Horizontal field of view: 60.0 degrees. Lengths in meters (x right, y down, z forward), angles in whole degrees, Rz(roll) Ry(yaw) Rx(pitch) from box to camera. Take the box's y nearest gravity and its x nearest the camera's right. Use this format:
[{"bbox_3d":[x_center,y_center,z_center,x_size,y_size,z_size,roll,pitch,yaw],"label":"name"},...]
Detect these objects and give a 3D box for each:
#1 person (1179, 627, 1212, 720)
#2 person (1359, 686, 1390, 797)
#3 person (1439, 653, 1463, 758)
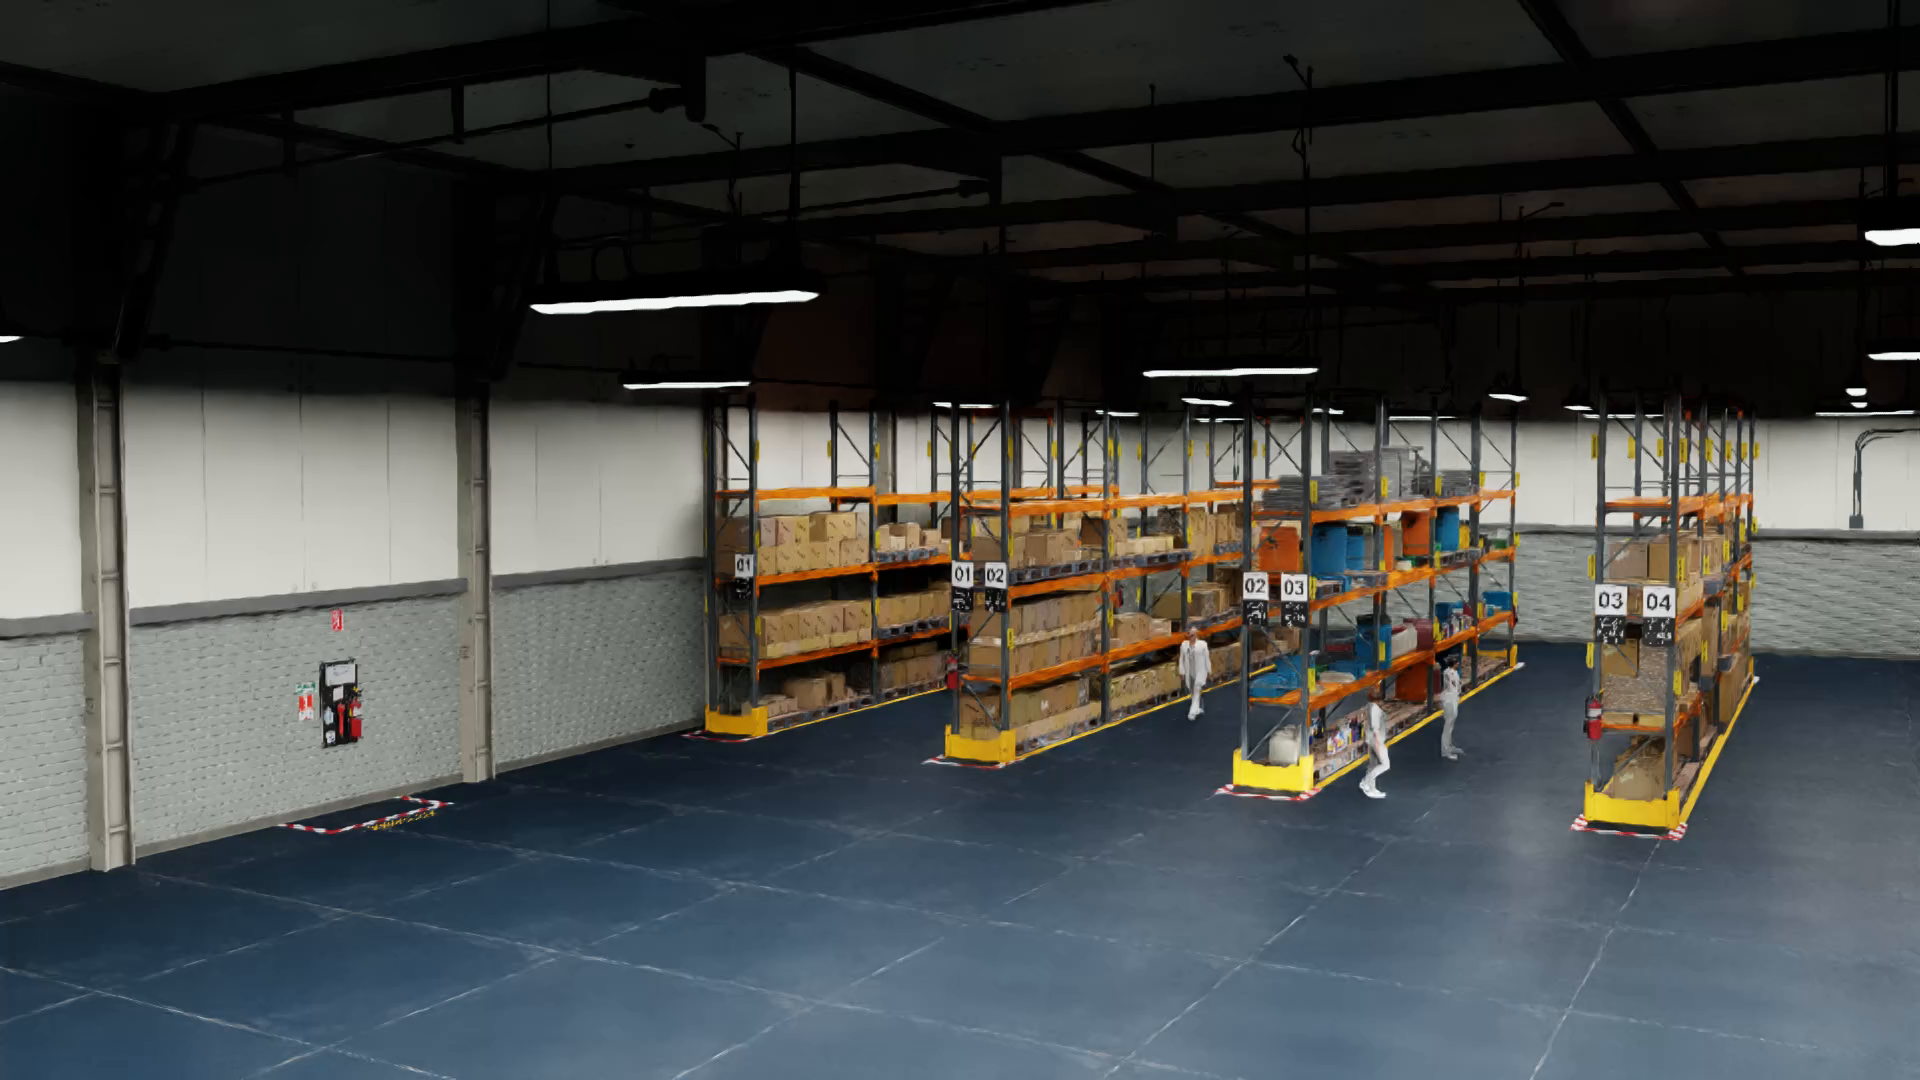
[{"bbox_3d":[4.339,2.463,30.929,0.598,1.698,1.172,2,4,31],"label":"person"},{"bbox_3d":[5.954,2.910,23.947,0.407,1.594,0.458,0,3,1],"label":"person"},{"bbox_3d":[8.037,2.684,27.111,0.433,1.684,0.553,0,3,2],"label":"person"}]
